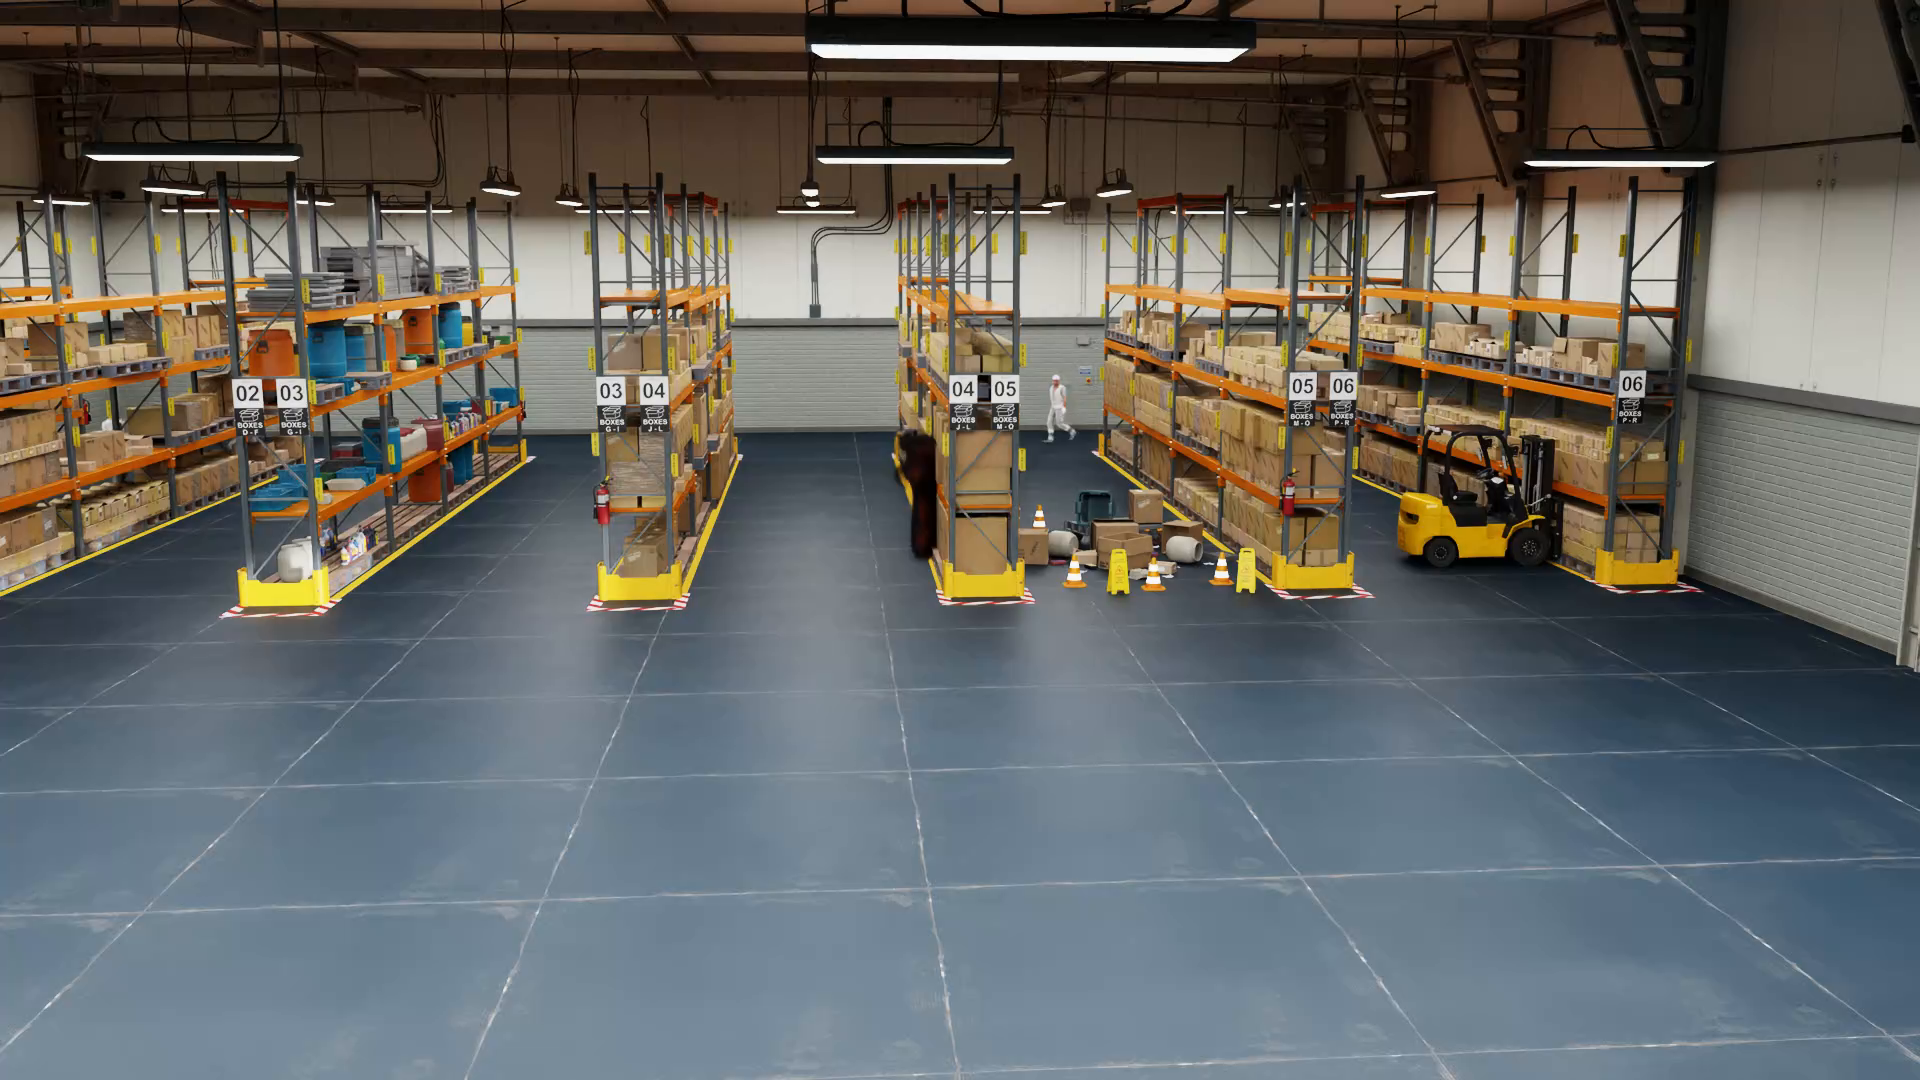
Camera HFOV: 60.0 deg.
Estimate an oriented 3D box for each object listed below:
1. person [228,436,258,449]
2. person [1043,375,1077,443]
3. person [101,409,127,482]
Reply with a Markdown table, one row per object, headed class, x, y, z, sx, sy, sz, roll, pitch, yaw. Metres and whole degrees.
| class | x | y | z | sx | sy | sz | roll | pitch | yaw |
| --- | --- | --- | --- | --- | --- | --- | --- | --- | --- |
| person | -17.275 | -2.917 | 40.173 | 0.775 | 1.743 | 0.555 | 2 | 10 | 10 |
| person | 2.546 | -3.368 | 42.688 | 0.862 | 1.758 | 0.602 | -4 | 11 | -20 |
| person | -17.920 | -1.995 | 35.298 | 0.427 | 1.631 | 0.928 | 1 | 10 | 3 |
